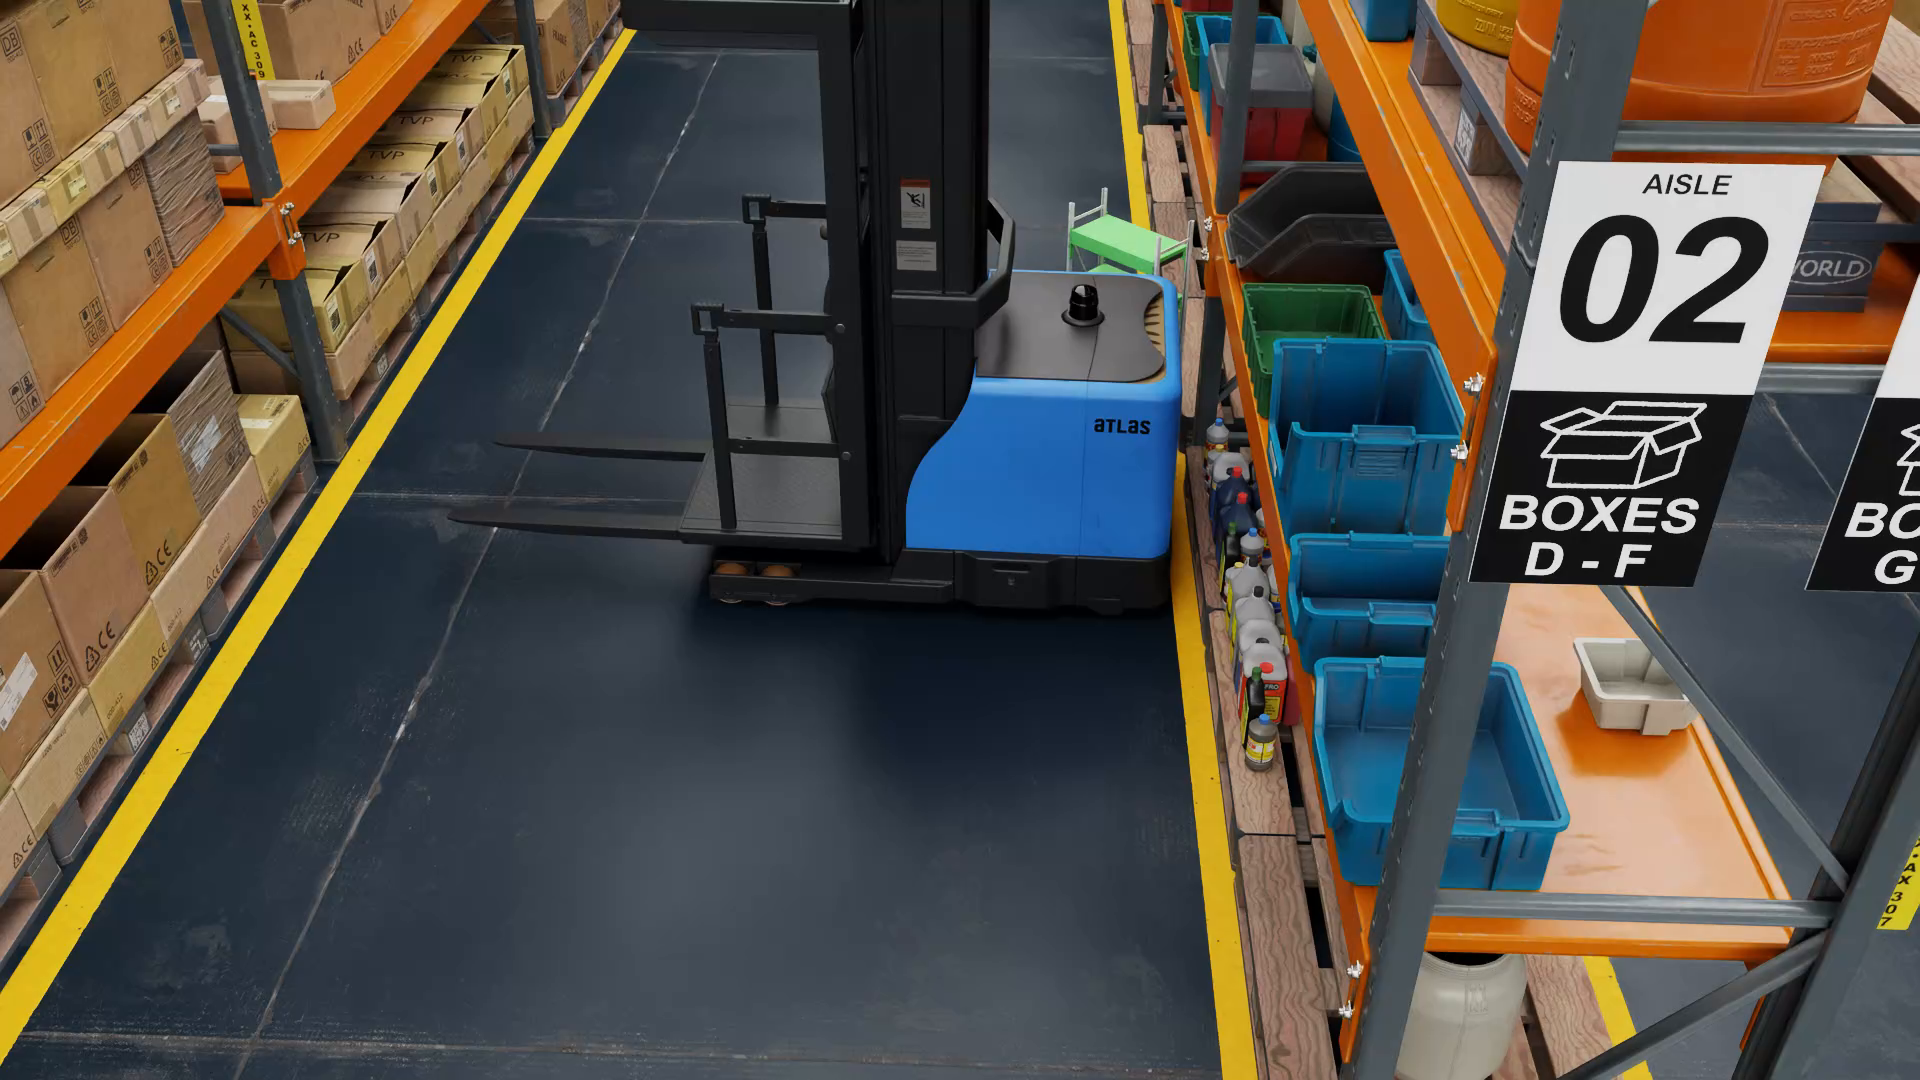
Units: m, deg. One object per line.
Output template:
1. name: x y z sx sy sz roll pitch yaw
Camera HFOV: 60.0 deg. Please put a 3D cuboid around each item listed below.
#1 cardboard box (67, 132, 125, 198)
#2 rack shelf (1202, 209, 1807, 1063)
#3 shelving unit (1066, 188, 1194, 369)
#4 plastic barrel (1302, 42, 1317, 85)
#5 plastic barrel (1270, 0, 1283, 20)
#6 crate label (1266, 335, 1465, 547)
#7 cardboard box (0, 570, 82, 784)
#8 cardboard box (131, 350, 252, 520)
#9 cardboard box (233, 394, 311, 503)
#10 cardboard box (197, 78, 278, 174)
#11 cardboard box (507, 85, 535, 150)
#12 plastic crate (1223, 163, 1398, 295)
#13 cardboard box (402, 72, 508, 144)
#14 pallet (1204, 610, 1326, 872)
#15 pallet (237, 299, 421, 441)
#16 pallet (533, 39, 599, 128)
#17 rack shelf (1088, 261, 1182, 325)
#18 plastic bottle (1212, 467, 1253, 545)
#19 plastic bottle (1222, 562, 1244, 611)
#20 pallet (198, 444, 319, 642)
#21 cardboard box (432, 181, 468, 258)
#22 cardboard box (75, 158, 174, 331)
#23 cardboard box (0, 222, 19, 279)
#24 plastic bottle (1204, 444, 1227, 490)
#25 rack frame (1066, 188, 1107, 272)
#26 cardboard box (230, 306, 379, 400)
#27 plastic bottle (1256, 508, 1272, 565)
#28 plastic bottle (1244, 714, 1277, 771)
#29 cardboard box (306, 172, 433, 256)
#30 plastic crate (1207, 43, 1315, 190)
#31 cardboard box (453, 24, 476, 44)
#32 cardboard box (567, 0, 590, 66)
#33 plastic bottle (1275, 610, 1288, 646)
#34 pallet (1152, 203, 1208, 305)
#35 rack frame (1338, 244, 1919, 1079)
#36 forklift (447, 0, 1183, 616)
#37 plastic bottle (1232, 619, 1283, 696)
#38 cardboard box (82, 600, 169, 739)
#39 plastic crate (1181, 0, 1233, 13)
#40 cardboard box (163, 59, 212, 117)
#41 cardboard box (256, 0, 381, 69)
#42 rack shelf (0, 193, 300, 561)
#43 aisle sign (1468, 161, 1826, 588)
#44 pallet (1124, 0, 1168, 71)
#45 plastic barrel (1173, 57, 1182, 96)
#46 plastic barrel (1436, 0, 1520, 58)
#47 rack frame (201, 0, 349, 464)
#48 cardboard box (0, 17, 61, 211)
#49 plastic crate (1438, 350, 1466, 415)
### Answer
1. cardboard box: -3.214 -1.331 5.884 0.380 0.149 0.250 1 35 2
2. rack shelf: 1.481 -0.069 5.365 1.077 0.370 4.000 1 35 2
3. shelving unit: 0.739 -0.925 7.522 0.503 1.200 0.258 30 45 35
4. plastic barrel: 1.768 -2.213 7.910 0.301 0.262 0.301 0 35 0
5. plastic barrel: 1.877 -3.018 8.839 0.421 0.512 0.421 0 35 0
6. crate label: 1.204 -0.292 5.027 0.502 0.435 0.616 1 35 2
7. cardboard box: -3.279 0.438 5.392 0.500 0.500 0.500 1 35 2
8. cardboard box: -3.220 -0.424 6.619 0.500 0.500 0.500 1 35 2
9. cardboard box: -3.188 -0.404 7.243 0.500 0.250 0.500 1 35 2
10. cardboard box: -3.412 -1.851 7.406 0.500 0.250 0.500 3 35 5
11. cardboard box: -3.005 -2.666 10.461 0.500 0.250 0.500 2 35 3
12. plastic crate: 1.413 -1.189 6.387 0.767 0.338 0.504 1 35 2
13. cardboard box: -3.016 -2.598 9.876 0.500 0.311 0.500 1 35 1
14. pallet: 1.447 0.716 6.047 1.003 0.211 1.213 1 35 2
15. pallet: -3.397 -0.912 8.365 1.003 0.211 1.213 1 35 2
16. pallet: -3.159 -3.214 11.640 1.003 0.211 1.213 1 35 2
17. rack shelf: 0.739 -1.069 7.421 0.480 0.148 0.258 30 45 35
18. plastic bottle: 1.114 -0.154 6.782 0.144 0.351 0.185 2 35 3
19. plastic bottle: 1.072 0.177 6.440 0.097 0.201 0.097 0 35 0
20. pallet: -3.462 -0.032 7.112 1.003 0.211 1.213 1 35 2
21. cardboard box: -3.063 -1.785 9.208 0.500 0.250 0.500 2 35 3
22. cardboard box: -3.414 -1.112 6.136 0.700 0.500 0.500 1 35 1
23. cardboard box: -3.245 -0.892 5.259 0.380 0.149 0.250 2 35 3
24. plastic bottle: 1.107 -0.316 7.142 0.097 0.201 0.097 0 35 0
25. rack frame: 0.566 -1.024 7.663 0.015 1.200 0.240 30 45 35
26. cardboard box: -3.124 -0.902 7.951 0.500 0.250 0.500 1 35 1
27. plastic bottle: 1.229 -0.036 6.683 0.097 0.271 0.097 0 35 0
28. plastic bottle: 1.037 0.685 5.717 0.097 0.201 0.097 0 35 0
29. cardboard box: -3.077 -1.722 8.630 0.500 0.311 0.500 0 35 0
30. plastic crate: 1.275 -1.824 7.181 0.402 0.464 0.583 1 35 2
31. cardboard box: -3.424 -3.627 11.594 0.500 0.500 0.500 3 35 4
32. cardboard box: -2.908 -3.640 11.612 0.500 0.500 0.500 0 35 0
33. plastic bottle: 1.205 0.344 6.203 0.097 0.201 0.097 0 35 0
34. pallet: 1.600 -1.526 9.238 1.003 0.211 1.213 1 35 2
35. rack frame: 1.401 0.786 3.523 1.000 3.000 0.127 1 35 2
36. forklift: -0.625 -1.229 6.450 3.031 2.935 1.130 3 35 4
37. plastic bottle: 1.080 0.431 6.014 0.152 0.276 0.135 0 35 1
38. cardboard box: -3.243 0.458 6.016 0.500 0.250 0.500 1 35 2
39. plastic crate: 1.351 -2.915 8.734 0.402 0.464 0.583 1 35 2
40. cardboard box: -3.185 -1.774 6.515 0.380 0.149 0.250 1 35 2
41. cardboard box: -3.299 -2.701 8.398 0.500 0.500 0.500 1 35 2
42. rack shelf: -3.468 -0.186 5.531 1.077 0.370 4.000 1 35 2
43. aisle sign: 1.101 -0.243 2.727 0.394 0.787 0.004 1 35 2
44. pallet: 1.764 -3.823 12.506 1.003 0.211 1.213 1 35 2
45. plastic barrel: 1.725 -3.376 10.967 0.600 0.830 0.708 1 35 2
46. plastic barrel: 1.320 -1.348 3.422 0.600 0.588 0.600 0 35 0
47. rack frame: -3.388 -1.629 6.959 1.000 3.000 0.127 1 35 2
48. cardboard box: -3.439 -1.368 5.372 0.700 0.500 0.500 1 35 2
49. plastic crate: 1.749 -0.466 5.533 0.530 0.136 0.437 1 35 2
